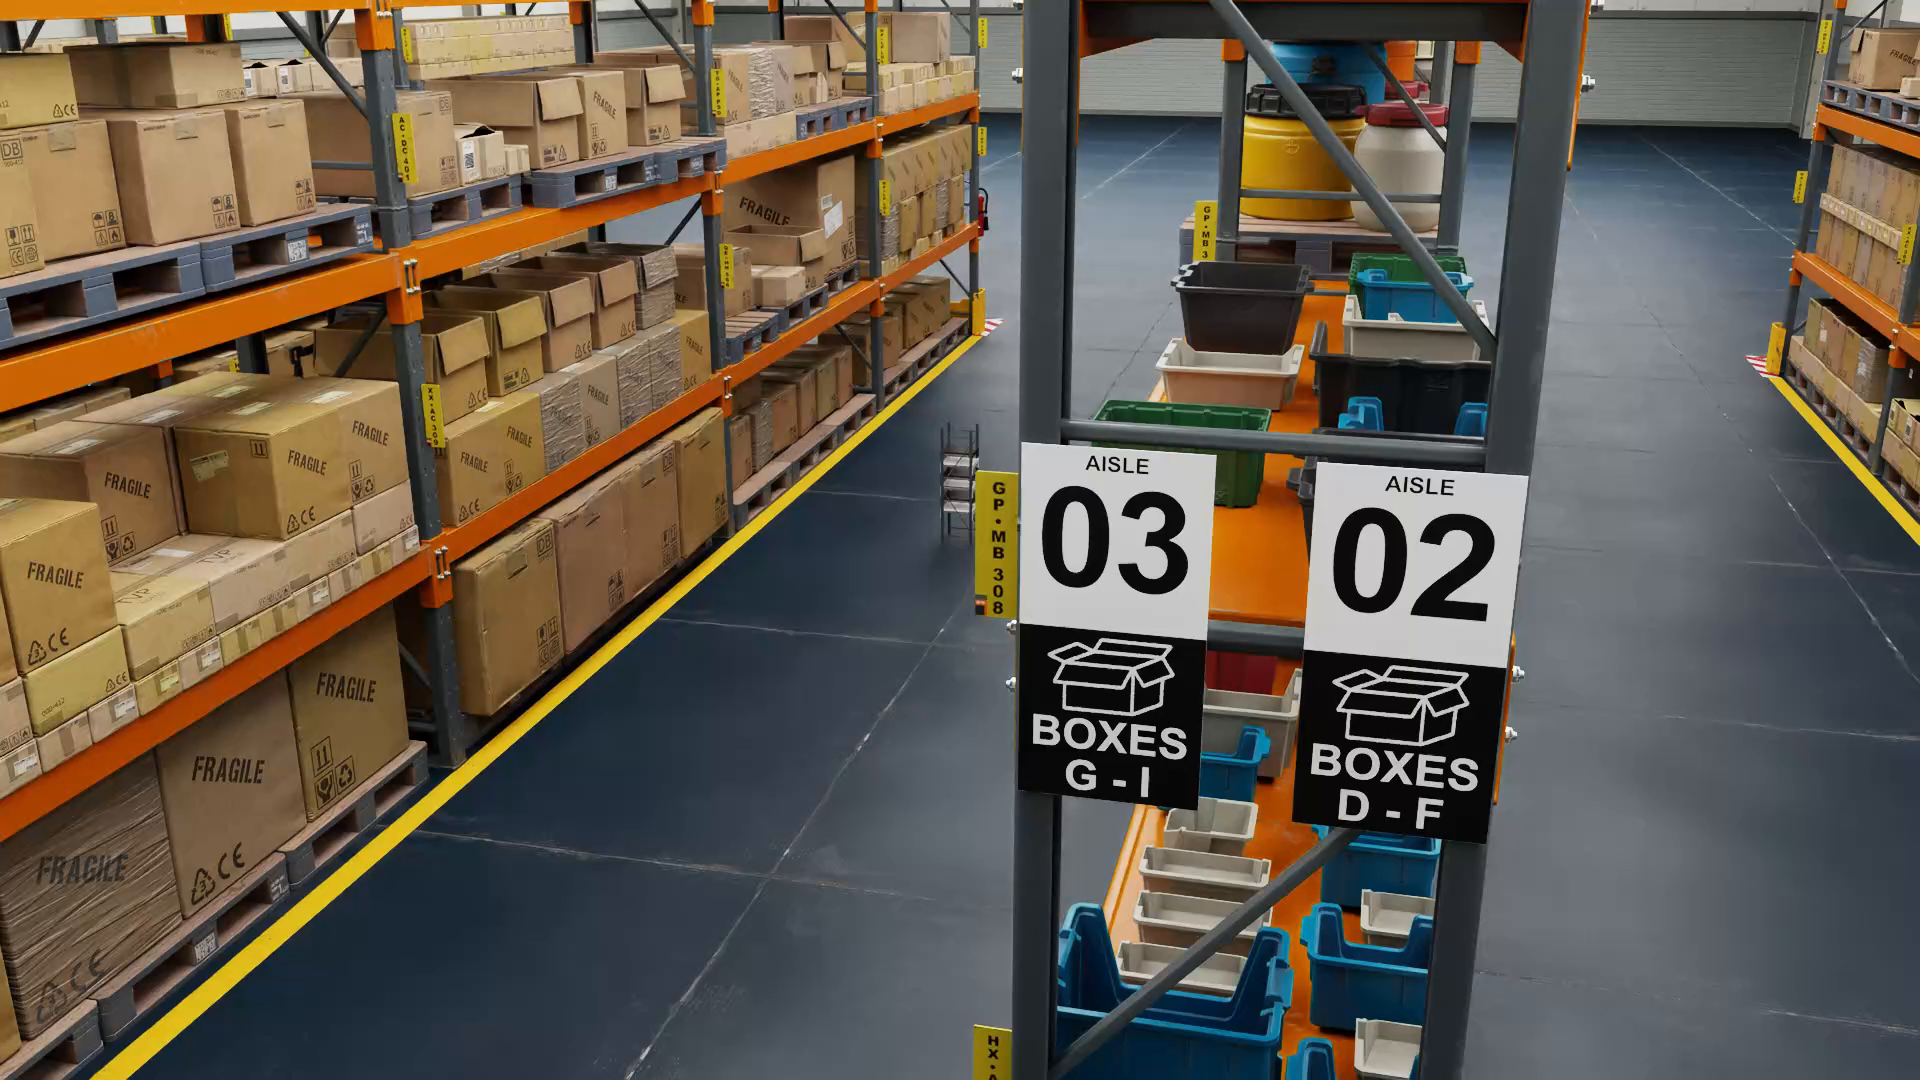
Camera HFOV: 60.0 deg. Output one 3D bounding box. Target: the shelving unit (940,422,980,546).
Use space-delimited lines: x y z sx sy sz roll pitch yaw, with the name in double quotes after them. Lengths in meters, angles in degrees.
-0.002 -0.423 12.535 0.258 0.900 0.210 5 19 13 "shelving unit"

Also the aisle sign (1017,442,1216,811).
0.317 0.190 3.469 0.394 0.787 0.004 5 19 13 "aisle sign"

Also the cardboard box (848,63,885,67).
-0.985 -4.884 17.322 0.380 0.149 0.250 4 19 11 "cardboard box"

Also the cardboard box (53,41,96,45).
-10.203 -5.678 19.184 0.380 0.149 0.250 4 19 13 "cardboard box"

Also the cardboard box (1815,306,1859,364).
8.754 -1.989 16.315 0.500 0.500 0.500 5 19 13 "cardboard box"

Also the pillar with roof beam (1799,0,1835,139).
17.958 -15.106 42.992 9.100 9.000 0.400 5 19 13 "pillar with roof beam"

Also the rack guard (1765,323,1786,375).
9.336 -2.026 17.847 1.175 0.500 0.348 5 19 13 "rack guard"

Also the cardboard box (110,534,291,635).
-3.309 0.188 7.270 0.500 0.250 0.500 5 20 14 "cardboard box"

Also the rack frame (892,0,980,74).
-0.275 -6.824 18.745 1.000 3.000 0.127 5 19 13 "rack frame"

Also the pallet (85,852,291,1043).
-3.764 1.711 7.351 1.003 0.211 1.213 5 19 13 "pallet"

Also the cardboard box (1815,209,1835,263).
9.204 -3.104 16.979 0.700 0.500 0.500 5 19 13 "cardboard box"

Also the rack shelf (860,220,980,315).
-0.763 -3.018 17.996 1.077 0.370 4.000 5 19 13 "rack shelf"

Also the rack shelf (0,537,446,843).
-3.695 0.743 6.984 1.077 0.370 4.000 5 19 13 "rack shelf"

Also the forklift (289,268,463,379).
-4.589 -1.628 12.919 1.130 2.935 3.031 6 20 17 "forklift"

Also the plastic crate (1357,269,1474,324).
1.683 -0.863 6.191 0.416 0.233 0.300 5 19 13 "plastic crate"

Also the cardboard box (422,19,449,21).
-5.886 -5.695 18.430 0.380 0.149 0.250 5 19 14 "cardboard box"

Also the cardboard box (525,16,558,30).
-4.938 -6.042 19.446 0.380 0.149 0.250 5 19 14 "cardboard box"

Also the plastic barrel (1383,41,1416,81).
2.432 -2.730 10.086 0.600 0.830 0.708 5 19 13 "plastic barrel"

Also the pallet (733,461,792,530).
-2.037 -0.403 13.541 1.003 0.211 1.213 5 19 13 "pallet"

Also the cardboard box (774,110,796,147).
-1.626 -3.276 13.230 0.500 0.250 0.500 5 20 15 "cardboard box"

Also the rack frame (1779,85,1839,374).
9.330 -3.202 17.421 1.000 3.000 0.127 5 19 13 "rack frame"

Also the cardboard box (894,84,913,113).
-0.769 -4.367 16.424 0.500 0.250 0.500 4 19 13 "cardboard box"

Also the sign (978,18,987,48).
0.258 -5.774 18.940 0.100 0.325 0.005 5 19 13 "sign"

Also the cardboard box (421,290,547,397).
-2.880 -1.161 9.740 0.797 0.503 0.637 5 19 14 "cardboard box"

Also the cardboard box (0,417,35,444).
-7.180 -0.720 12.211 0.500 0.250 0.500 5 20 15 "cardboard box"

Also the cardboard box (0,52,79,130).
-3.681 -1.670 6.178 0.500 0.250 0.500 4 19 12 "cardboard box"

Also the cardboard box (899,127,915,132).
-0.802 -4.340 18.590 0.500 0.500 0.500 5 19 13 "cardboard box"

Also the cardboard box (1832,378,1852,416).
8.494 -1.322 15.522 0.500 0.250 0.500 5 19 13 "cardboard box"

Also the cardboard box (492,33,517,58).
-5.279 -5.497 18.466 0.500 0.250 0.500 5 19 14 "cardboard box"

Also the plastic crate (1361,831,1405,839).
1.393 0.913 5.539 0.416 0.233 0.300 5 19 13 "plastic crate"

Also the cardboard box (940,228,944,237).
-0.394 -3.448 18.530 0.380 0.149 0.250 5 19 13 "cardboard box"

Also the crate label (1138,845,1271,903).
0.772 1.068 5.234 0.396 0.136 0.243 5 19 13 "crate label"

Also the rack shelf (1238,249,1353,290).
2.085 -1.539 9.025 1.077 0.370 4.000 5 19 13 "rack shelf"

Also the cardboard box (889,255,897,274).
-0.834 -2.734 16.439 0.380 0.149 0.250 5 19 13 "cardboard box"

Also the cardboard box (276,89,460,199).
-3.075 -2.072 8.669 0.700 0.500 0.500 5 20 15 "cardboard box"

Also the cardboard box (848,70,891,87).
-0.875 -4.435 16.006 0.380 0.149 0.250 4 19 11 "cardboard box"

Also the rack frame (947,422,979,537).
0.023 -0.455 12.628 0.240 0.900 0.006 5 19 13 "rack frame"

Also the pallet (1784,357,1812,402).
9.184 -1.639 17.160 1.003 0.211 1.213 5 19 13 "pallet"

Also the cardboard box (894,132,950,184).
-0.411 -4.141 18.009 0.500 0.500 0.500 5 19 13 "cardboard box"

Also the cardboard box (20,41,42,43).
-10.757 -5.637 19.063 0.380 0.149 0.250 4 19 12 "cardboard box"

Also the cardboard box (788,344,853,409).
-1.423 -1.566 15.819 0.700 0.500 0.500 3 19 9 "cardboard box"

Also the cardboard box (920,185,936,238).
-0.739 -3.528 17.761 0.875 0.500 0.500 5 19 13 "cardboard box"

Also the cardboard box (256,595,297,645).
-3.215 0.339 7.444 0.380 0.149 0.250 5 19 14 "cardboard box"

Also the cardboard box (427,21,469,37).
-5.433 -5.405 17.582 0.380 0.149 0.250 4 19 12 "cardboard box"

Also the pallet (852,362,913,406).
-1.122 -1.625 17.119 1.003 0.211 1.213 5 19 13 "pallet"

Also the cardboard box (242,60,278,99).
-6.376 -4.052 14.603 0.500 0.311 0.500 4 19 12 "cardboard box"

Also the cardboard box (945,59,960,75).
-0.216 -5.164 18.139 0.380 0.149 0.250 5 19 14 "cardboard box"

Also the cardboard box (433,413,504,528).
-2.852 -0.396 9.051 0.500 0.500 0.500 5 19 14 "cardboard box"

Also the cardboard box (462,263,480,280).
-5.816 -2.540 18.120 0.875 0.875 0.875 5 19 14 "cardboard box"

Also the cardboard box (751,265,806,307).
-1.597 -2.113 13.815 0.500 0.250 0.500 4 19 12 "cardboard box"

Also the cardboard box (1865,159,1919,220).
8.823 -3.221 15.315 0.700 0.500 0.500 5 19 13 "cardboard box"

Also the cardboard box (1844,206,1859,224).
8.775 -3.126 16.042 0.380 0.149 0.250 4 19 12 "cardboard box"

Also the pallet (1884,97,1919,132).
8.536 -3.595 14.069 1.003 0.211 1.213 5 19 13 "pallet"

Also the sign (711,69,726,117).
-1.693 -3.133 11.657 0.100 0.325 0.005 5 19 13 "sign"

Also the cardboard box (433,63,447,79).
-5.557 -4.870 17.249 0.380 0.149 0.250 5 19 14 "cardboard box"

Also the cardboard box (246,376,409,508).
-3.060 -0.484 8.074 0.500 0.500 0.500 5 20 15 "cardboard box"

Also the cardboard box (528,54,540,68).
-5.061 -5.505 19.108 0.380 0.149 0.250 4 19 13 "cardboard box"
